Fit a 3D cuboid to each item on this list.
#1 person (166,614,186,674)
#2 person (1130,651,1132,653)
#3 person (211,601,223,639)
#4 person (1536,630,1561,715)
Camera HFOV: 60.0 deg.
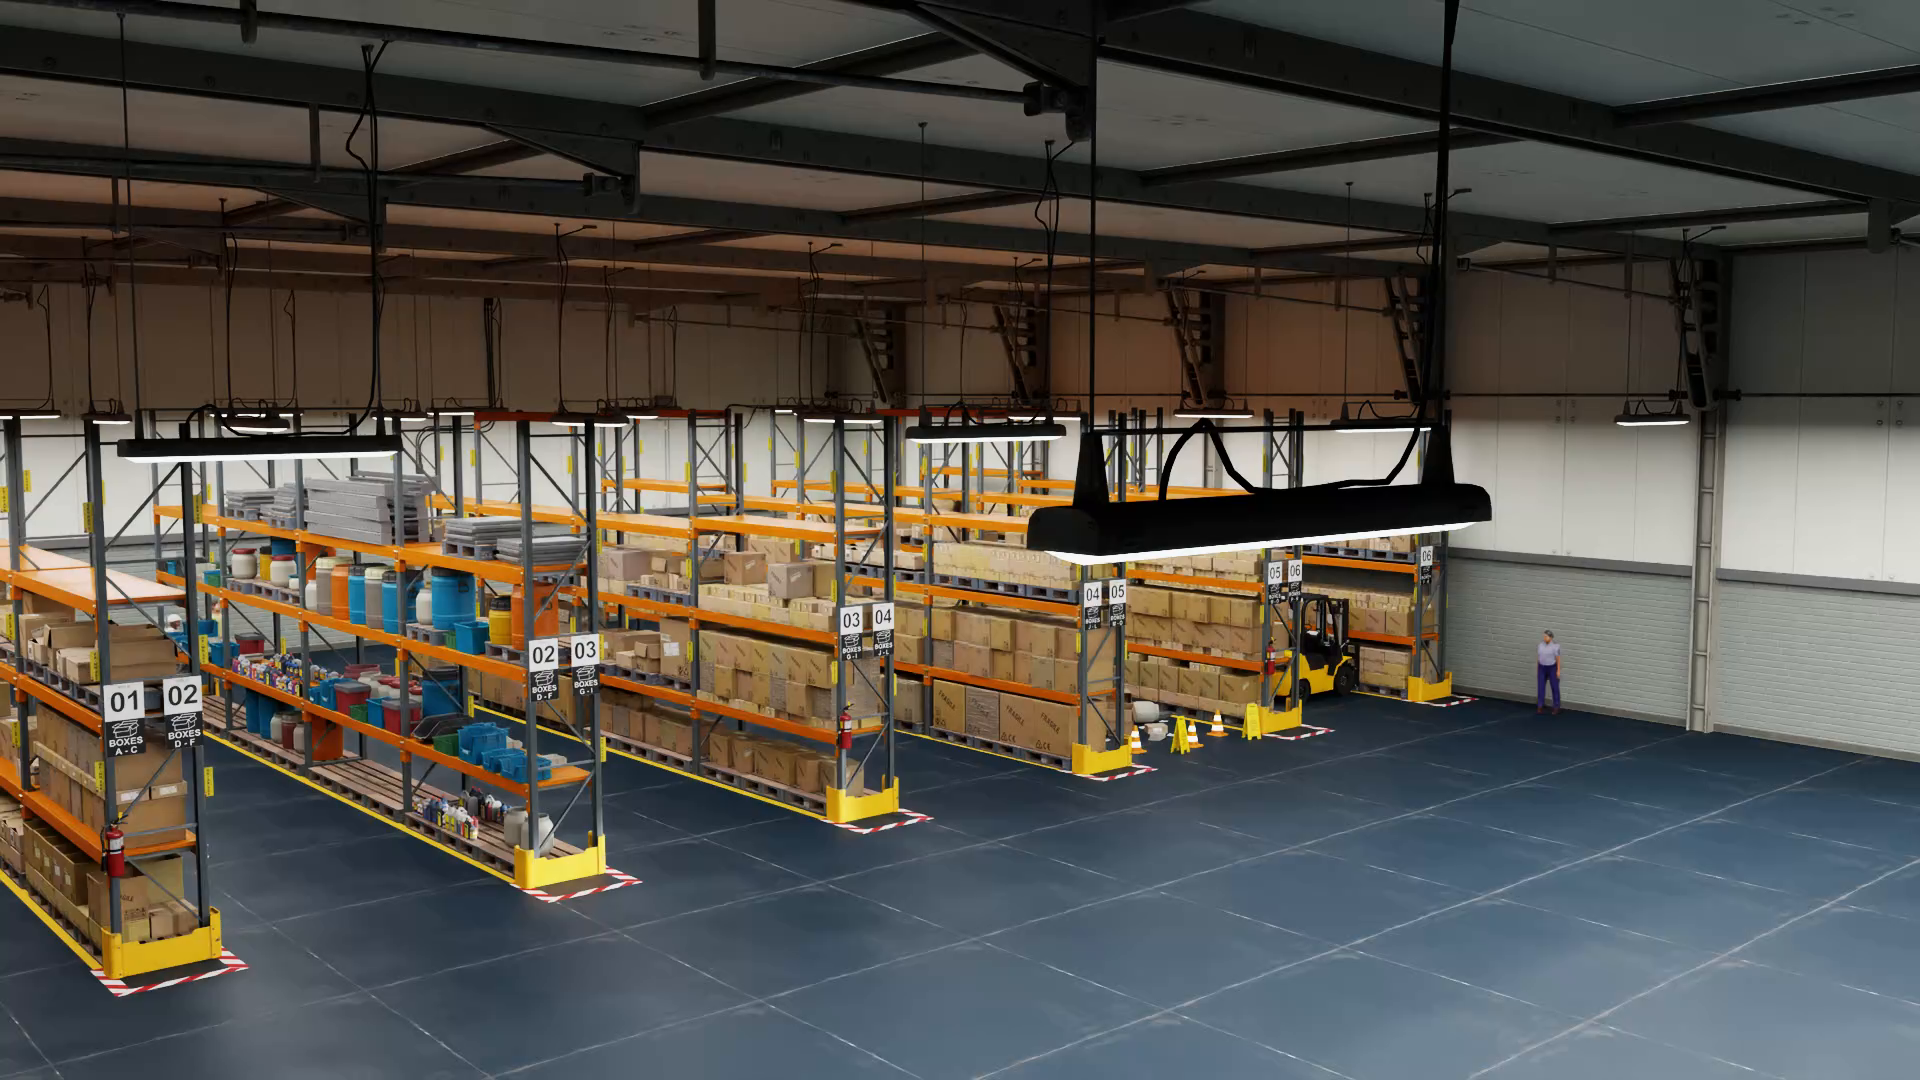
[{"bbox_3d":[-16.356,2.411,34.511,0.520,1.752,0.626,-3,6,-30],"label":"person"},{"bbox_3d":[4.027,2.255,37.030,0.537,1.633,0.757,-4,6,-36],"label":"person"},{"bbox_3d":[-16.805,2.229,37.603,0.556,1.657,0.516,-5,7,-44],"label":"person"},{"bbox_3d":[11.676,2.608,33.004,0.503,1.664,0.368,5,7,44],"label":"person"}]
